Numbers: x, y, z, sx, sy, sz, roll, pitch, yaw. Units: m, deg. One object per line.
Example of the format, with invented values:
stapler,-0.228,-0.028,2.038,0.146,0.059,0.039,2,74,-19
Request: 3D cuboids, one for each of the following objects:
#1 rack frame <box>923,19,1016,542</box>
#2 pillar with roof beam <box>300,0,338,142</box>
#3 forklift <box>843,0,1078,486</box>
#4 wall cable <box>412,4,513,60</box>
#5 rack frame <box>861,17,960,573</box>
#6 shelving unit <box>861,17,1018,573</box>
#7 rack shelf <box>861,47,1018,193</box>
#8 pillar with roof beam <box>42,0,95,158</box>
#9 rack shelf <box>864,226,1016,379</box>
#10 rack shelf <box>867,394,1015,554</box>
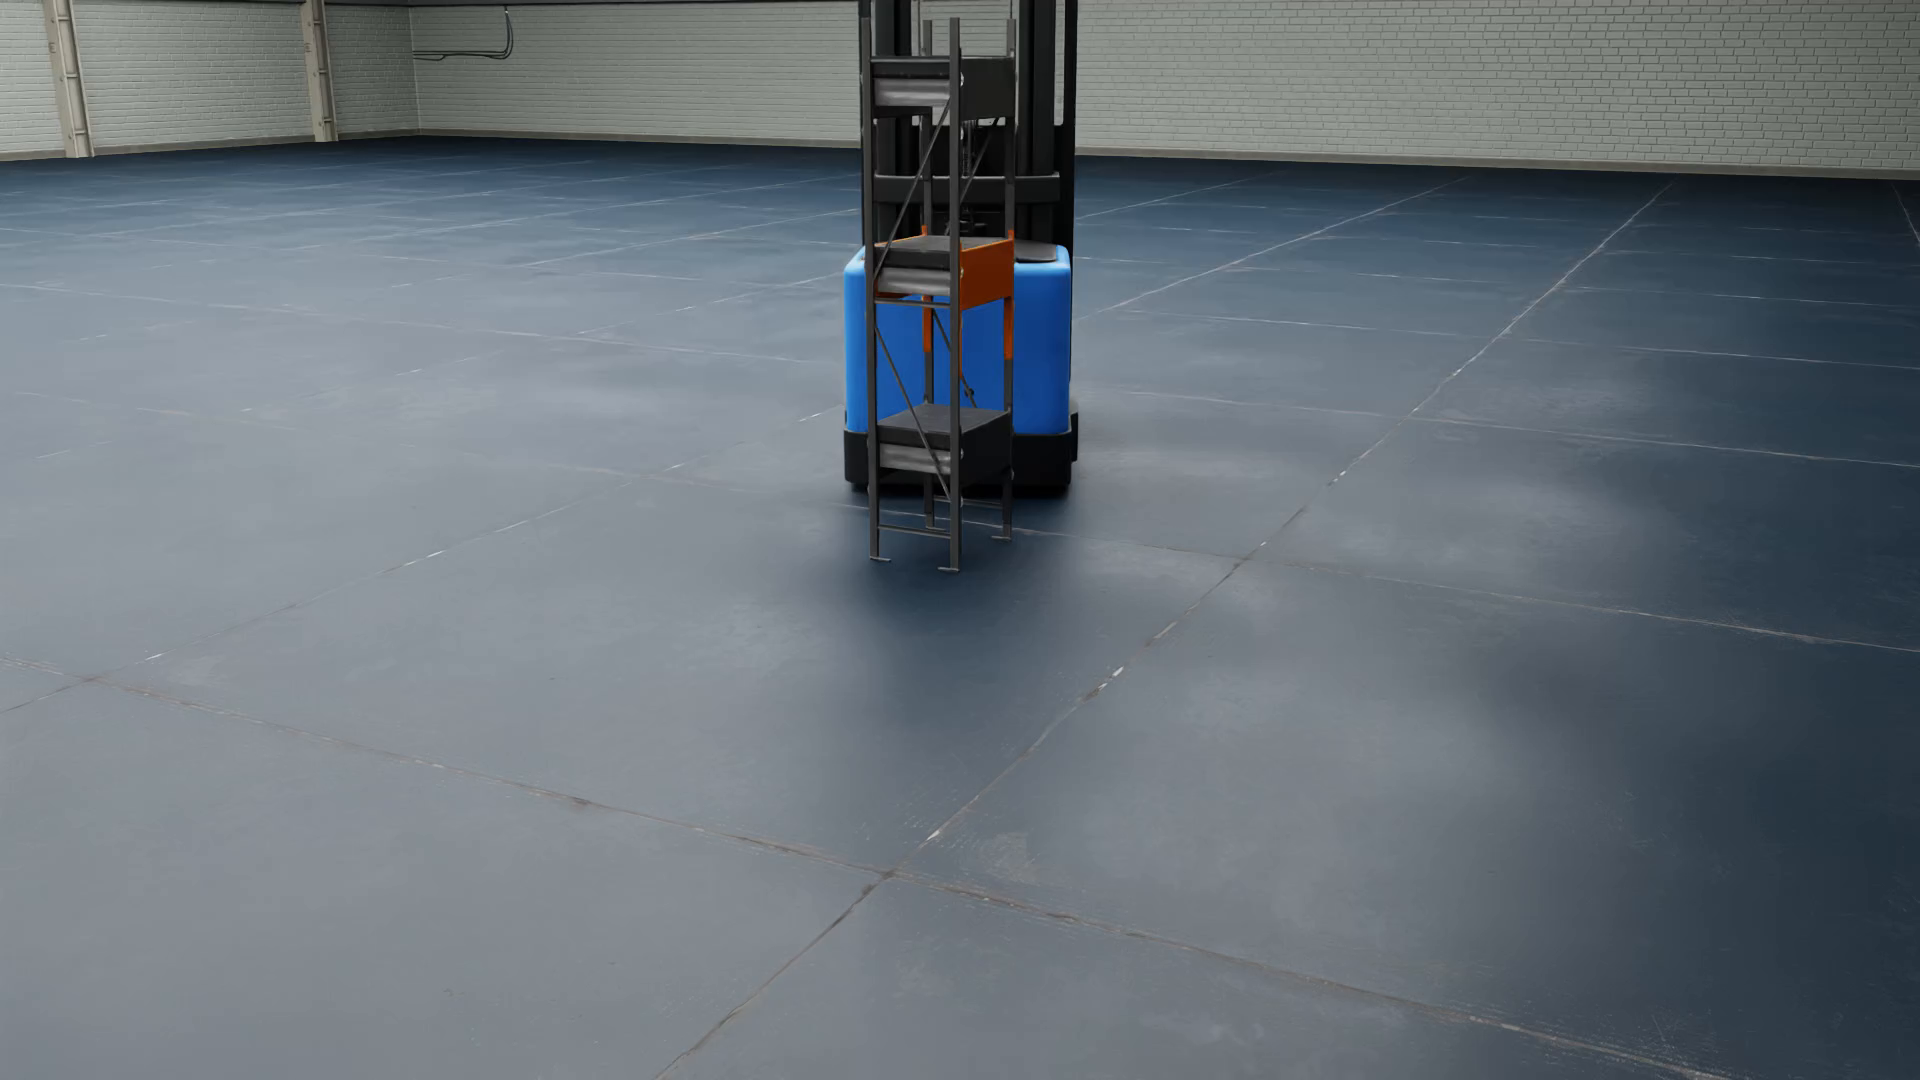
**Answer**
rack frame,0.035,-1.027,6.793,0.400,2.100,0.015,8,18,25
pillar with roof beam,-10.041,-12.511,33.340,9.100,9.000,0.400,8,18,25
forklift,0.051,-2.019,8.673,1.130,2.935,3.031,1,17,2
wall cable,-11.393,-12.152,37.586,3.097,2.526,0.112,8,18,25
rack frame,-0.183,-0.902,6.374,0.400,2.100,0.015,8,18,25
shelving unit,-0.074,-0.964,6.583,0.431,2.100,0.503,8,18,25
rack shelf,-0.074,-1.622,6.388,0.431,0.518,0.480,8,18,25
pillar with roof beam,-12.722,-10.982,28.195,9.100,9.000,0.400,8,18,25
rack shelf,-0.074,-0.951,6.587,0.431,0.518,0.480,8,18,25
rack shelf,-0.074,-0.280,6.787,0.431,0.518,0.480,8,18,25
